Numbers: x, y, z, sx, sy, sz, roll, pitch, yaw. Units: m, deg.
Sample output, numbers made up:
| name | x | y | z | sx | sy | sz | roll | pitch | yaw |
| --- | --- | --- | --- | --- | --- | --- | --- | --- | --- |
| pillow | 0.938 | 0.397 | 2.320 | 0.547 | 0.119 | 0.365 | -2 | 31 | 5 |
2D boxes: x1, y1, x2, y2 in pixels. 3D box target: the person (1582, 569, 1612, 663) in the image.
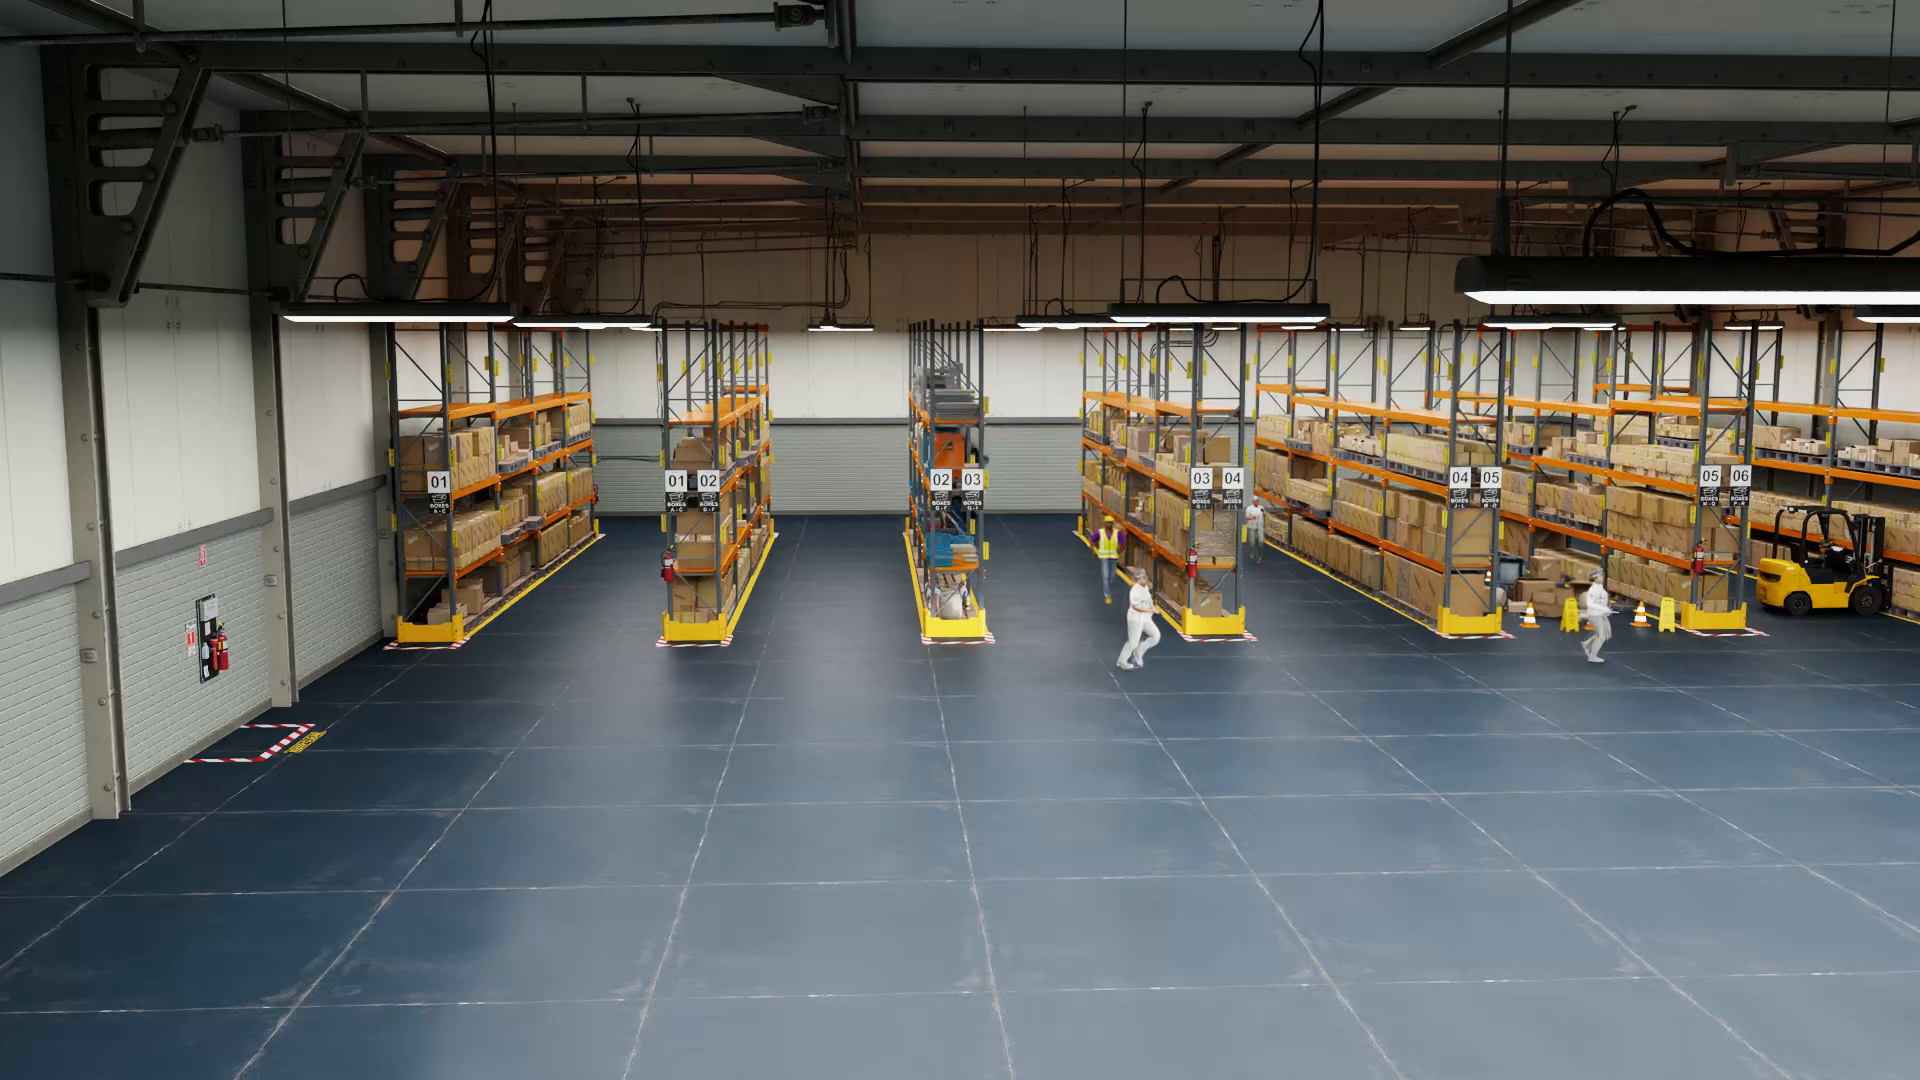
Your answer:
| name | x | y | z | sx | sy | sz | roll | pitch | yaw |
| --- | --- | --- | --- | --- | --- | --- | --- | --- | --- |
| person | 11.157 | 1.316 | 29.088 | 0.566 | 1.650 | 0.584 | 6 | 9 | 39 |

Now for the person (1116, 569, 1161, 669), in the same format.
| name | x | y | z | sx | sy | sz | roll | pitch | yaw |
| --- | --- | --- | --- | --- | --- | --- | --- | --- | --- |
| person | 3.103 | 1.340 | 28.408 | 0.822 | 1.738 | 0.685 | 5 | 9 | 35 |

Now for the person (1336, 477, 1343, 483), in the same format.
| name | x | y | z | sx | sy | sz | roll | pitch | yaw |
| --- | --- | --- | --- | --- | --- | --- | --- | --- | --- |
| person | 10.676 | -0.885 | 46.745 | 0.545 | 1.758 | 0.768 | -3 | 8 | -21 |

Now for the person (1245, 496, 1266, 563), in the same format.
| name | x | y | z | sx | sy | sz | roll | pitch | yaw |
| --- | --- | --- | --- | --- | --- | --- | --- | --- | --- |
| person | 7.457 | -0.257 | 41.867 | 0.582 | 1.714 | 0.680 | 0 | 7 | 0 |

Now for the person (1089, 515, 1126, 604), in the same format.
| name | x | y | z | sx | sy | sz | roll | pitch | yaw |
| --- | --- | --- | --- | --- | --- | --- | --- | --- | --- |
| person | 3.009 | 0.402 | 33.713 | 0.723 | 1.810 | 0.894 | -1 | 7 | -4 |
